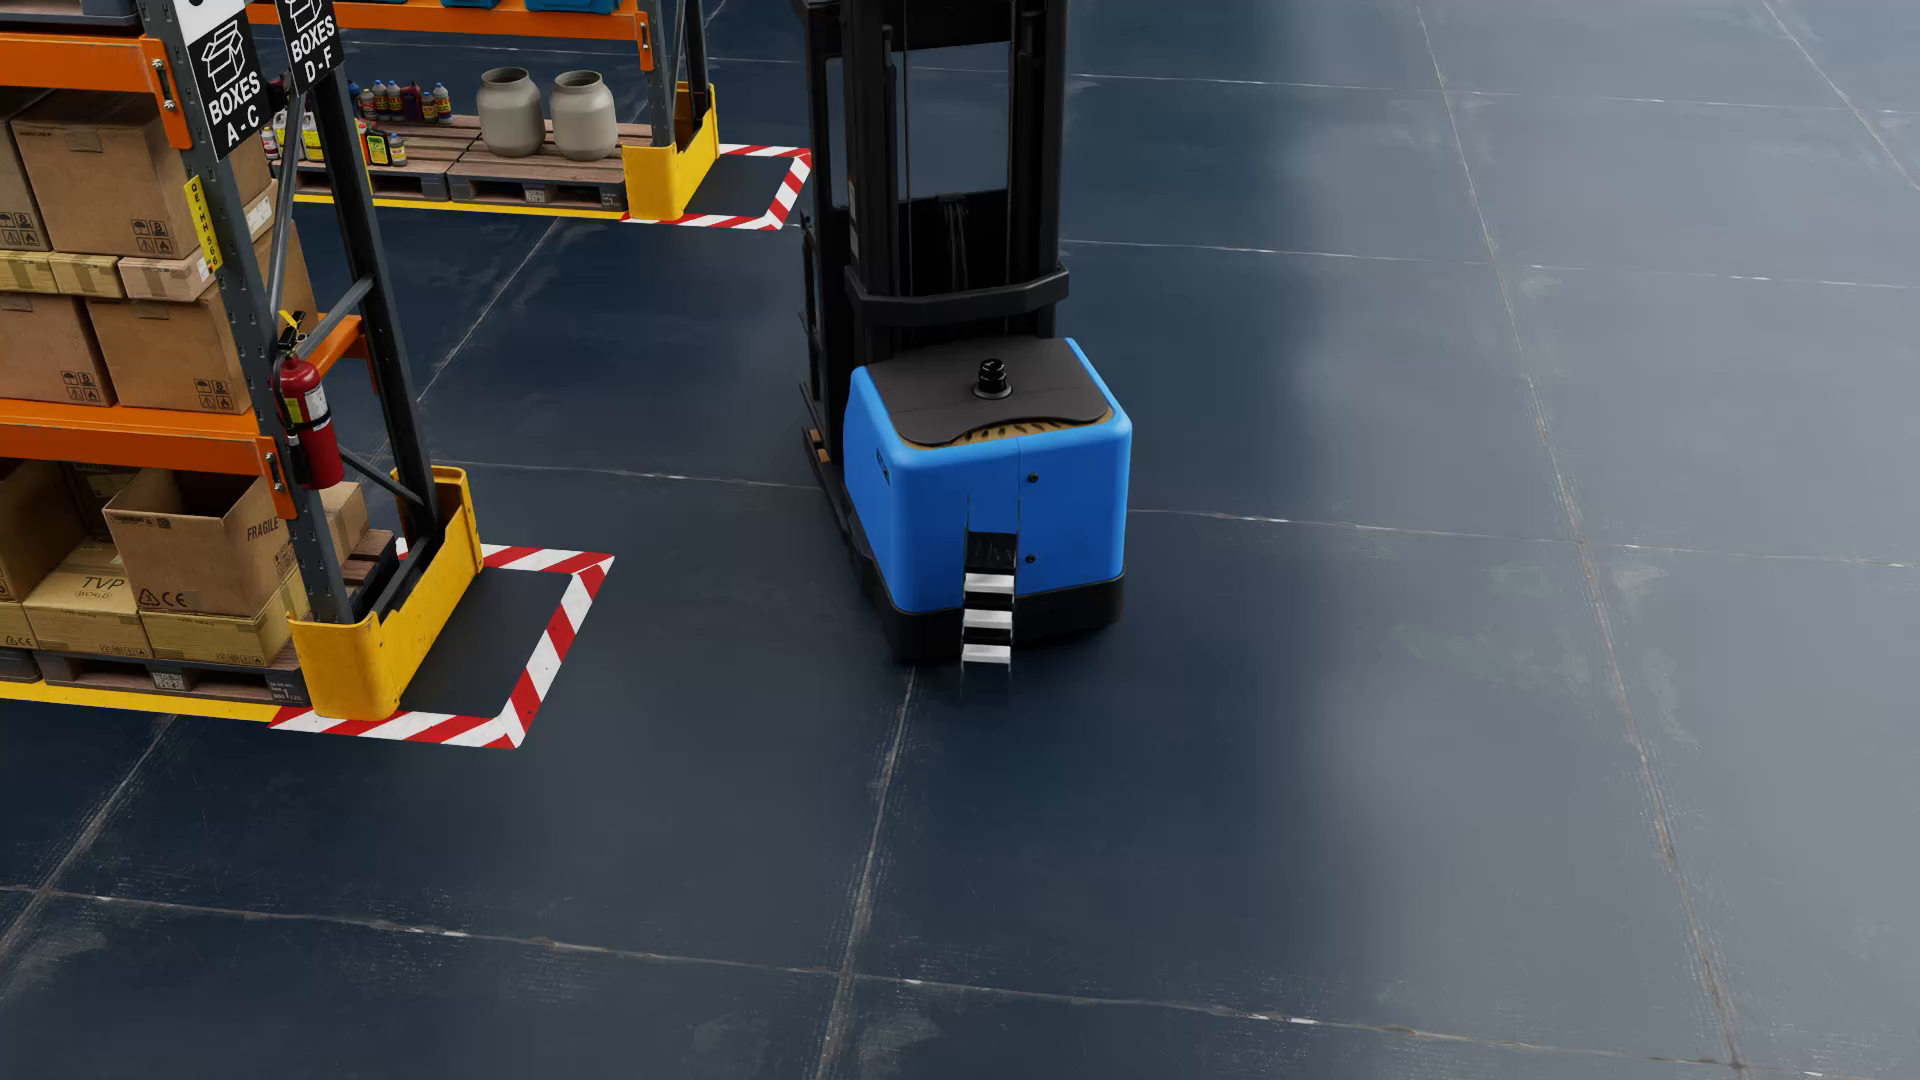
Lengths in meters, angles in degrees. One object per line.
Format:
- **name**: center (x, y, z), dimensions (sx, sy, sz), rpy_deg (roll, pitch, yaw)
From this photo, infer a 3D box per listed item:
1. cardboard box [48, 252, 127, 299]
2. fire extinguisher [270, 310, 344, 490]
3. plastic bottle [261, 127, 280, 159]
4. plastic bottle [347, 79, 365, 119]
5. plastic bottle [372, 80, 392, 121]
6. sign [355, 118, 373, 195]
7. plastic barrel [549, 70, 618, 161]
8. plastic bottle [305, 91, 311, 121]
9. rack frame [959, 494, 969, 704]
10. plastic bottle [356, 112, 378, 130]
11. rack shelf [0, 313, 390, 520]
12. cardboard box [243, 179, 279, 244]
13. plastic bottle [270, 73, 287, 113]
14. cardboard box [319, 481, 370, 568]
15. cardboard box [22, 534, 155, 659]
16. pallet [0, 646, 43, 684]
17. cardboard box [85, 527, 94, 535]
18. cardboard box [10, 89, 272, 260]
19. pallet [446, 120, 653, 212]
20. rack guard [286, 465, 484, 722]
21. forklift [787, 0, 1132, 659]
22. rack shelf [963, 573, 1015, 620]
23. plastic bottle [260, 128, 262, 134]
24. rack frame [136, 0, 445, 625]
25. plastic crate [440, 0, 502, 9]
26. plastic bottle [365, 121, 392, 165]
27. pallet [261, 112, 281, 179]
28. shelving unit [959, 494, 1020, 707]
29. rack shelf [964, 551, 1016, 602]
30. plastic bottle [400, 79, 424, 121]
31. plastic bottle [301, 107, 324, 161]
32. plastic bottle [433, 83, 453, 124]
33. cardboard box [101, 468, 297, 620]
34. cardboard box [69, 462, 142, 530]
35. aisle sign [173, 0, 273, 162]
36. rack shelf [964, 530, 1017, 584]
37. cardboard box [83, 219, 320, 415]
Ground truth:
- **cardboard box**: center (-3.151, -1.057, 6.192), dimensions (0.250, 0.149, 0.380), rpy_deg (5, 36, 7)
- **fire extinguisher**: center (-2.429, -0.507, 6.133), dimensions (0.183, 0.674, 0.296), rpy_deg (4, 36, 6)
- **plastic bottle**: center (-4.608, -2.658, 11.110), dimensions (0.097, 0.201, 0.097), rpy_deg (0, 36, 0)
- **plastic bottle**: center (-4.252, -3.099, 11.668), dimensions (0.097, 0.271, 0.097), rpy_deg (0, 36, 0)
- **plastic bottle**: center (-4.051, -3.084, 11.647), dimensions (0.097, 0.271, 0.097), rpy_deg (0, 36, 0)
- **sign**: center (-2.411, -1.519, 6.671), dimensions (0.005, 0.325, 0.100), rpy_deg (4, 36, 6)
- **plastic barrel**: center (-2.515, -2.832, 11.104), dimensions (0.421, 0.512, 0.421), rpy_deg (0, 36, 0)
- **plastic bottle**: center (-4.487, -3.043, 11.579), dimensions (0.133, 0.283, 0.061), rpy_deg (4, 36, 6)
- **rack frame**: center (0.017, 0.253, 6.800), dimensions (0.006, 0.900, 0.240), rpy_deg (3, 36, 2)
- **plastic bottle**: center (-3.964, -2.721, 11.128), dimensions (0.133, 0.283, 0.061), rpy_deg (4, 36, 6)
- **rack shelf**: center (-4.471, -0.670, 6.914), dimensions (4.000, 0.370, 1.077), rpy_deg (4, 36, 6)
- **cardboard box**: center (-2.849, -1.273, 6.495), dimensions (0.250, 0.149, 0.380), rpy_deg (4, 36, 6)
- **plastic bottle**: center (-4.788, -3.154, 11.735), dimensions (0.133, 0.283, 0.061), rpy_deg (7, 36, 9)
- **cardboard box**: center (-2.991, -0.035, 7.410), dimensions (0.500, 0.250, 0.500), rpy_deg (4, 36, 6)
- **cardboard box**: center (-3.555, 0.234, 7.034), dimensions (0.500, 0.250, 0.500), rpy_deg (4, 36, 6)
- **pallet**: center (-4.458, 0.196, 7.482), dimensions (1.213, 0.211, 1.003), rpy_deg (4, 36, 6)
- **cardboard box**: center (-3.983, -0.107, 7.511), dimensions (0.500, 0.250, 0.500), rpy_deg (4, 36, 6)
- **cardboard box**: center (-3.001, -1.430, 6.156), dimensions (0.500, 0.500, 0.700), rpy_deg (4, 36, 6)
- **pallet**: center (-2.739, -2.576, 11.365), dimensions (1.213, 0.211, 1.003), rpy_deg (4, 36, 6)
- **rack guard**: center (-2.464, 0.204, 7.221), dimensions (0.348, 0.500, 1.175), rpy_deg (4, 36, 6)
- **forklift**: center (-0.172, -1.541, 7.573), dimensions (1.130, 2.935, 3.031), rpy_deg (-9, 37, -13)
- **rack shelf**: center (0.120, 0.212, 6.764), dimensions (0.200, 0.077, 0.258), rpy_deg (3, 36, 2)
- **plastic bottle**: center (-4.735, -2.731, 11.152), dimensions (0.097, 0.271, 0.097), rpy_deg (0, 36, 0)
- **rack frame**: center (-2.488, -0.815, 6.498), dimensions (0.127, 3.000, 1.000), rpy_deg (4, 36, 6)
- **plastic crate**: center (-3.031, -3.524, 10.422), dimensions (0.408, 0.251, 0.499), rpy_deg (4, 36, 6)
- **plastic bottle**: center (-3.849, -2.624, 10.991), dimensions (0.133, 0.283, 0.061), rpy_deg (5, 36, 7)
- **pallet**: center (-5.160, -2.756, 11.618), dimensions (1.213, 0.211, 1.003), rpy_deg (4, 36, 6)
- **shelving unit**: center (0.119, 0.259, 6.797), dimensions (0.210, 0.900, 0.258), rpy_deg (3, 36, 2)
- **rack shelf**: center (0.122, 0.139, 6.711), dimensions (0.200, 0.077, 0.258), rpy_deg (3, 36, 2)
- **plastic bottle**: center (-3.834, -3.083, 11.635), dimensions (0.133, 0.283, 0.061), rpy_deg (5, 36, 7)
- **plastic bottle**: center (-4.279, -2.708, 11.051), dimensions (0.185, 0.351, 0.144), rpy_deg (6, 36, 8)
- **plastic bottle**: center (-3.612, -3.051, 11.601), dimensions (0.097, 0.271, 0.097), rpy_deg (0, 36, 0)
- **cardboard box**: center (-3.057, -0.040, 6.772), dimensions (0.500, 0.500, 0.500), rpy_deg (4, 36, 6)
- **cardboard box**: center (-3.487, -0.376, 7.242), dimensions (0.500, 0.500, 0.500), rpy_deg (4, 36, 6)
- **aisle sign**: center (-2.460, -1.699, 5.499), dimensions (0.004, 0.787, 0.394), rpy_deg (4, 36, 6)
- **rack shelf**: center (0.124, 0.066, 6.659), dimensions (0.200, 0.077, 0.258), rpy_deg (3, 36, 2)
- **cardboard box**: center (-2.949, -0.898, 6.527), dimensions (0.500, 0.500, 0.700), rpy_deg (4, 36, 6)
